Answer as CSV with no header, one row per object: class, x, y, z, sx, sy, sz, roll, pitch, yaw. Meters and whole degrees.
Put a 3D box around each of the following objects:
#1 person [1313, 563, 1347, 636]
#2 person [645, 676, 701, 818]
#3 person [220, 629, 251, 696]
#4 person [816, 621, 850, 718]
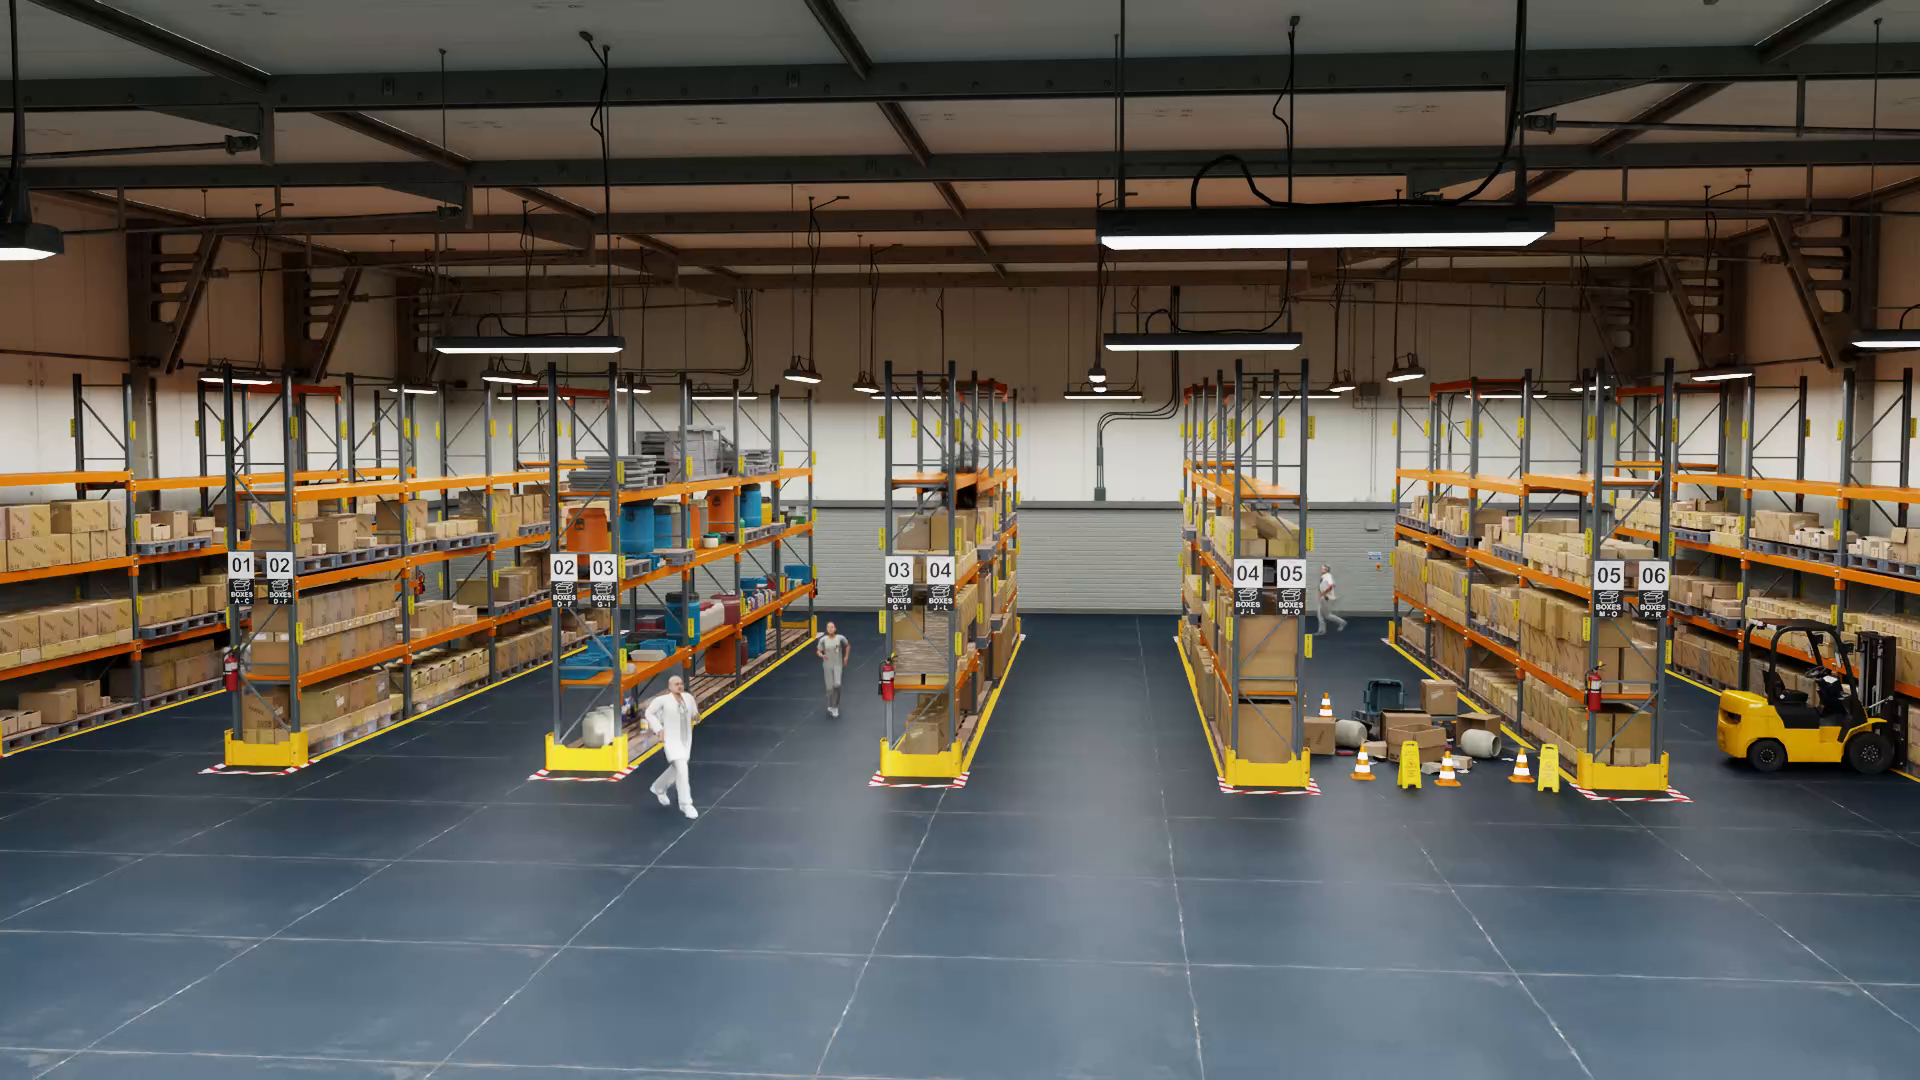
person,9.010,1.459,40.508,0.805,1.801,0.673,1,4,13
person,-3.722,2.673,21.836,0.981,1.813,0.679,3,5,41
person,-12.095,2.339,27.898,0.584,1.750,0.707,0,4,1
person,-2.233,2.258,29.220,0.569,1.684,0.692,0,4,1
